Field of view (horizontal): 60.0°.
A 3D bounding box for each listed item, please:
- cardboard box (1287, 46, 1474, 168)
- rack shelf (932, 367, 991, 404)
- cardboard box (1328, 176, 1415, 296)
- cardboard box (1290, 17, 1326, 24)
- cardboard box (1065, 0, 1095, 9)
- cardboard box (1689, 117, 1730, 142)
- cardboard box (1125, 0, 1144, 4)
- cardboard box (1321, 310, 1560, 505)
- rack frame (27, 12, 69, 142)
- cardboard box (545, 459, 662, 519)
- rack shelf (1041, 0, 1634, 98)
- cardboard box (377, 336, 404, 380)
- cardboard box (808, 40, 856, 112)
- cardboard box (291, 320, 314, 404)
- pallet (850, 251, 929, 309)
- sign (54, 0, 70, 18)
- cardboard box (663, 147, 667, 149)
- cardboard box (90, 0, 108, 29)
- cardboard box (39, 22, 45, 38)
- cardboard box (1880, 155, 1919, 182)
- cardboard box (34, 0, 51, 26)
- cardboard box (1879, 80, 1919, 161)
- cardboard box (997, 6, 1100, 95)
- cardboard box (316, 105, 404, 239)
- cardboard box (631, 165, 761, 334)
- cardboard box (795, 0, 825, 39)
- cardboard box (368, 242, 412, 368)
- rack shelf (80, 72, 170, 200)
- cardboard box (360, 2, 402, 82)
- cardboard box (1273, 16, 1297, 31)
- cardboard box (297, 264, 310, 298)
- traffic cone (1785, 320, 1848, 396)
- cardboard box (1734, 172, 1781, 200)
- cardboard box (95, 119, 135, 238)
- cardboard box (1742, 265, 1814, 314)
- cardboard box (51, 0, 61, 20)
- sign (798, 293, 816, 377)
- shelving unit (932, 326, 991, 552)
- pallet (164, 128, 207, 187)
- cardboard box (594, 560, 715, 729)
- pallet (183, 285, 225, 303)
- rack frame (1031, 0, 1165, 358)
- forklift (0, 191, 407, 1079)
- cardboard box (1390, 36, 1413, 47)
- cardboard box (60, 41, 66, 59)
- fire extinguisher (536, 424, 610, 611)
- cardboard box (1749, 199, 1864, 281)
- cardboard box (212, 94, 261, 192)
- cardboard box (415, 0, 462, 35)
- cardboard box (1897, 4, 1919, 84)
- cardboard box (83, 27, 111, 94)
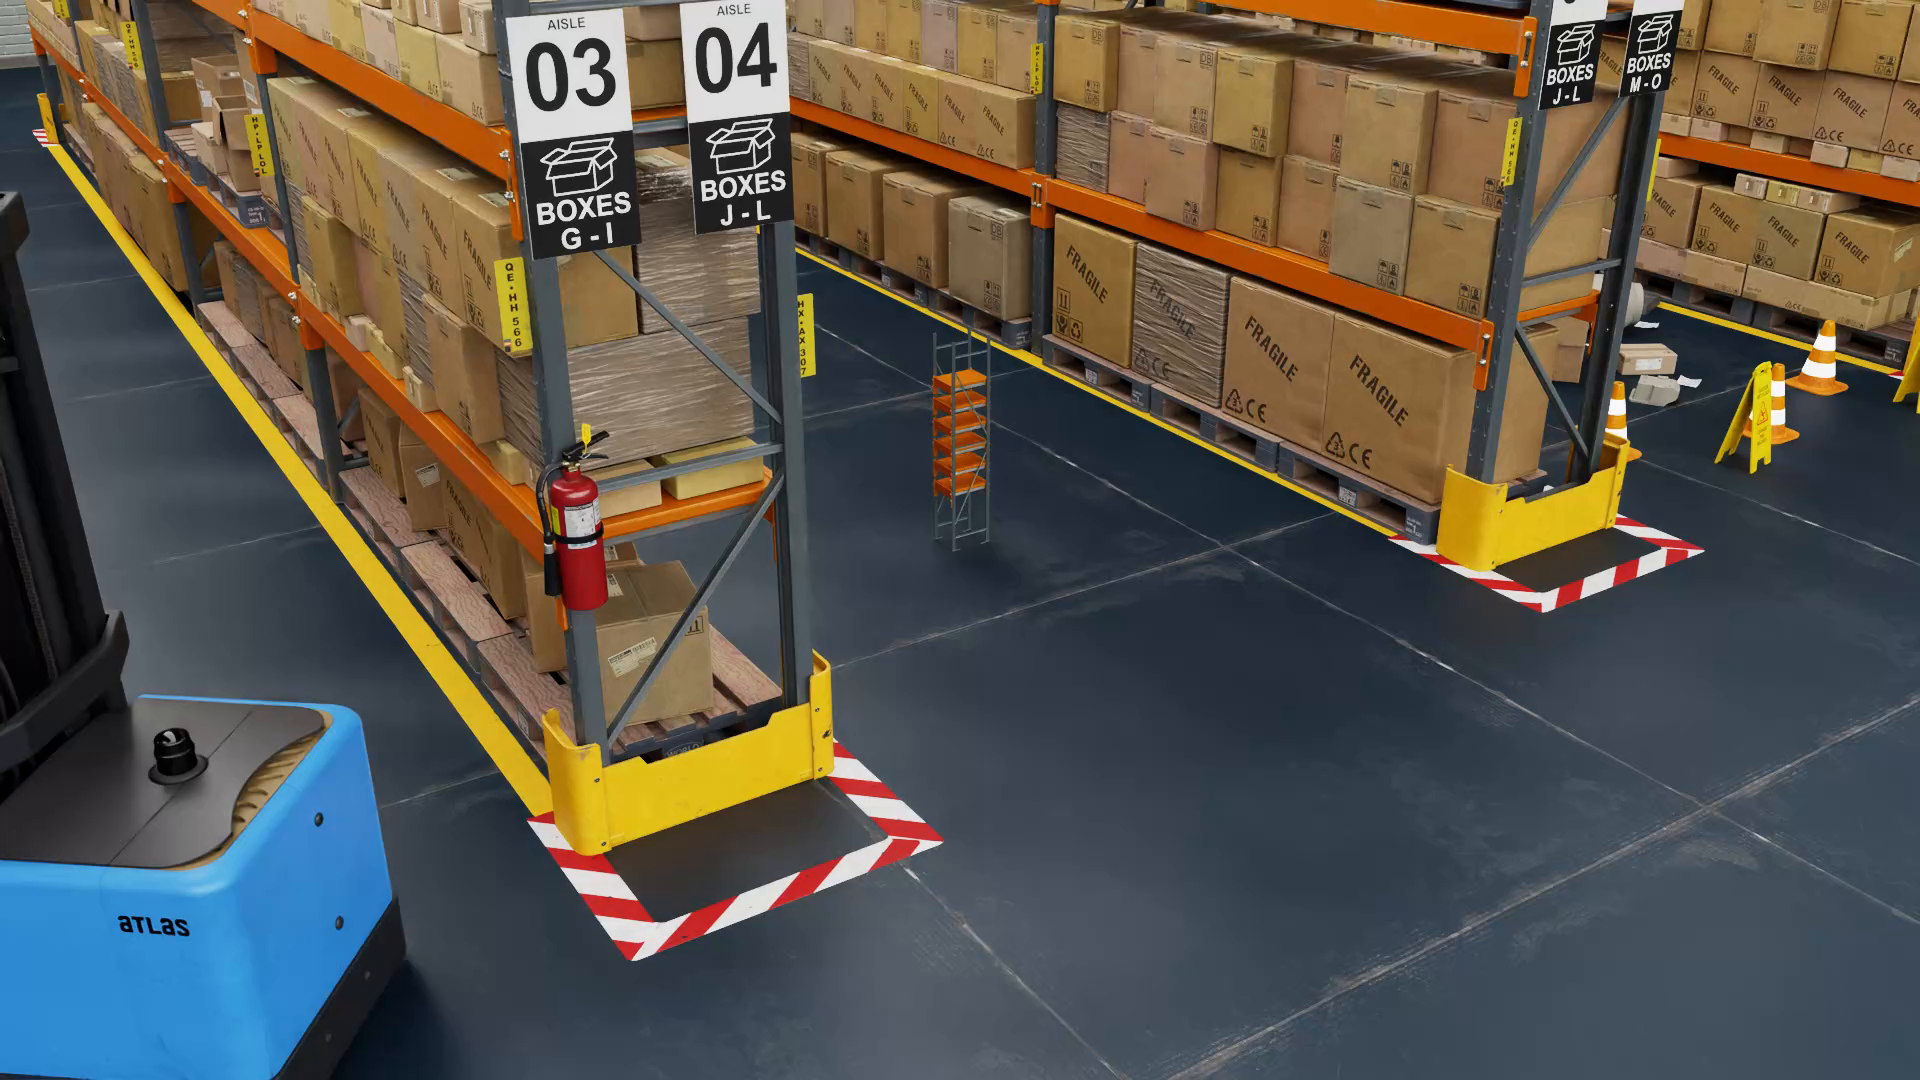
[{"bbox_3d":[2.412,-2.487,9.565,0.875,0.550,0.550,-16,29,-30],"label":"cardboard box"},{"bbox_3d":[0.008,-0.823,8.848,0.258,0.103,0.180,-16,29,-30],"label":"rack shelf"},{"bbox_3d":[2.593,-1.764,9.297,0.875,0.550,0.550,-16,29,-30],"label":"cardboard box"},{"bbox_3d":[3.515,-5.215,15.826,0.500,0.500,0.500,-15,29,-29],"label":"cardboard box"},{"bbox_3d":[1.528,-6.025,18.674,0.500,0.250,0.500,-16,30,-30],"label":"cardboard box"},{"bbox_3d":[5.815,-3.158,12.721,0.380,0.149,0.250,-16,29,-30],"label":"cardboard box"},{"bbox_3d":[2.117,-5.888,17.800,0.500,0.250,0.500,-16,30,-31],"label":"cardboard box"},{"bbox_3d":[2.726,-0.839,9.510,0.875,0.875,0.875,-15,29,-29],"label":"cardboard box"},{"bbox_3d":[-9.793,-5.985,18.415,1.000,3.000,0.127,-16,29,-30],"label":"rack frame"},{"bbox_3d":[-1.387,-0.203,6.460,0.380,0.149,0.250,-16,29,-30],"label":"cardboard box"},{"bbox_3d":[2.060,-3.129,9.693,1.077,0.370,4.000,-16,29,-30],"label":"rack shelf"},{"bbox_3d":[-2.547,-0.899,7.936,0.380,0.149,0.250,-16,29,-30],"label":"cardboard box"},{"bbox_3d":[-0.916,-3.884,13.847,0.500,0.500,0.500,-16,30,-30],"label":"cardboard box"},{"bbox_3d":[-3.804,-1.162,10.610,0.700,0.500,0.500,-16,29,-30],"label":"cardboard box"},{"bbox_3d":[-0.186,-2.247,13.763,1.003,0.211,1.213,-16,29,-30],"label":"pallet"},{"bbox_3d":[-8.074,-4.852,14.908,0.100,0.325,0.005,-16,29,-30],"label":"sign"},{"bbox_3d":[-2.927,-4.219,17.110,0.500,0.500,0.500,-14,29,-27],"label":"cardboard box"},{"bbox_3d":[-7.254,-4.827,14.669,0.797,0.503,0.637,-16,30,-31],"label":"cardboard box"},{"bbox_3d":[-9.314,-5.301,17.259,0.380,0.149,0.250,-16,30,-31],"label":"cardboard box"},{"bbox_3d":[6.630,-2.607,11.553,0.380,0.149,0.250,-16,30,-30],"label":"cardboard box"},{"bbox_3d":[-9.197,-5.453,17.114,0.500,0.250,0.500,-17,30,-31],"label":"cardboard box"},{"bbox_3d":[6.717,-2.882,11.375,0.500,0.500,0.500,-16,30,-30],"label":"cardboard box"},{"bbox_3d":[0.692,-3.487,11.834,0.700,0.500,0.500,-16,30,-30],"label":"cardboard box"},{"bbox_3d":[-2.663,-1.748,7.801,0.500,0.500,0.500,-16,29,-30],"label":"cardboard box"},{"bbox_3d":[-1.131,-1.155,6.546,0.500,0.500,0.500,-16,29,-30],"label":"cardboard box"},{"bbox_3d":[-0.979,-4.578,14.146,0.700,0.500,0.500,-16,29,-30],"label":"cardboard box"},{"bbox_3d":[-2.210,-1.167,7.742,0.875,0.500,0.500,-16,29,-30],"label":"cardboard box"},{"bbox_3d":[-6.518,-3.514,14.023,1.077,0.370,4.000,-16,29,-30],"label":"rack shelf"},{"bbox_3d":[-2.083,-2.028,6.693,0.500,0.250,0.500,-15,29,-28],"label":"cardboard box"},{"bbox_3d":[3.268,-5.029,16.193,0.380,0.149,0.250,-15,29,-29],"label":"cardboard box"},{"bbox_3d":[-3.377,-1.433,9.066,0.380,0.149,0.250,-16,29,-30],"label":"cardboard box"},{"bbox_3d":[5.929,-1.278,11.415,0.336,0.463,0.334,-16,29,-30],"label":"traffic cone"},{"bbox_3d":[6.055,-2.678,12.499,0.380,0.149,0.250,-14,29,-27],"label":"cardboard box"},{"bbox_3d":[-6.755,-3.240,14.597,1.225,0.875,0.875,-17,30,-31],"label":"cardboard box"},{"bbox_3d":[6.301,-1.932,12.558,0.500,0.250,0.500,-15,29,-29],"label":"cardboard box"},{"bbox_3d":[-8.355,-5.243,15.791,0.500,0.500,0.500,-15,29,-29],"label":"cardboard box"},{"bbox_3d":[-0.604,-0.781,6.376,0.100,0.325,0.005,-16,29,-30],"label":"sign"},{"bbox_3d":[0.008,-0.537,8.983,0.258,1.200,0.189,-16,29,-30],"label":"shelving unit"},{"bbox_3d":[-4.948,-2.807,11.908,1.213,0.211,1.003,-16,29,-30],"label":"pallet"},{"bbox_3d":[-1.386,0.451,7.218,0.500,0.500,0.500,-10,27,-20],"label":"cardboard box"},{"bbox_3d":[-5.793,-2.163,13.584,1.003,0.211,1.213,-16,29,-30],"label":"pallet"},{"bbox_3d":[0.968,-2.813,11.695,1.000,3.000,0.127,-16,29,-30],"label":"rack frame"},{"bbox_3d":[-3.531,0.337,5.102,3.031,2.935,1.130,2,25,5],"label":"forklift"},{"bbox_3d":[4.106,-4.471,15.010,0.380,0.149,0.250,-15,29,-29],"label":"cardboard box"},{"bbox_3d":[-8.472,-4.750,16.092,0.380,0.149,0.250,-15,29,-29],"label":"cardboard box"},{"bbox_3d":[-1.383,-0.079,5.995,0.296,0.674,0.183,-16,29,-30],"label":"fire extinguisher"},{"bbox_3d":[6.301,-2.269,12.394,0.500,0.500,0.500,-14,29,-28],"label":"cardboard box"},{"bbox_3d":[-4.266,-2.528,10.479,0.797,0.503,0.637,-12,28,-24],"label":"cardboard box"},{"bbox_3d":[-1.757,-1.951,6.064,0.380,0.149,0.250,-17,30,-32],"label":"cardboard box"},{"bbox_3d":[6.782,-3.336,11.166,0.700,0.500,0.500,-16,30,-31],"label":"cardboard box"},{"bbox_3d":[-7.293,-4.198,14.511,0.500,0.500,0.500,-15,29,-29],"label":"cardboard box"}]
